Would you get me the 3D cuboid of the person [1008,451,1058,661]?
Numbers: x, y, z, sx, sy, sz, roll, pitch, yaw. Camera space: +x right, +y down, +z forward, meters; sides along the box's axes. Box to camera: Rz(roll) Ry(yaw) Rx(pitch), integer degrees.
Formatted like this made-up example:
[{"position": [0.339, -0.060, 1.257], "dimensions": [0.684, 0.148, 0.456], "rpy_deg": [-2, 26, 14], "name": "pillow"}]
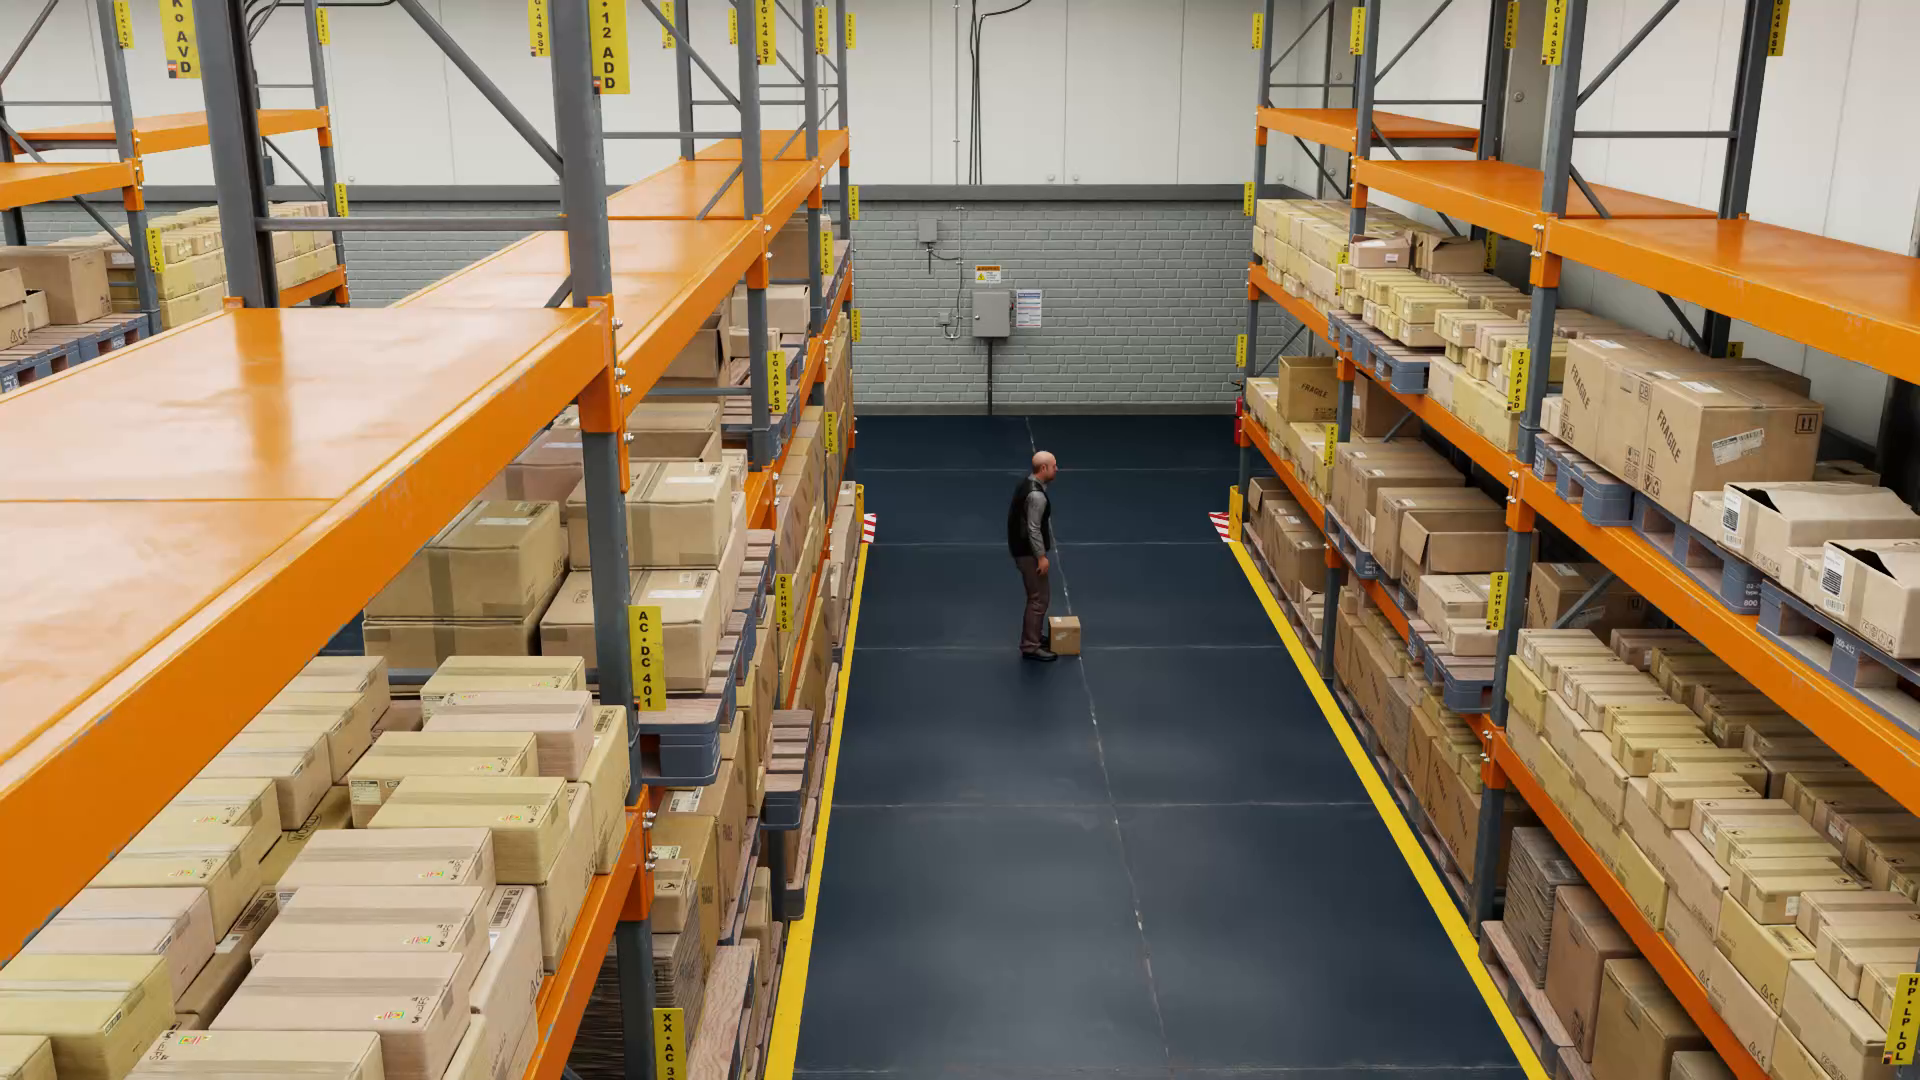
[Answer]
[{"position": [0.626, 0.106, 13.819], "dimensions": [0.462, 1.721, 0.588], "rpy_deg": [-1, 17, -2], "name": "person"}]
